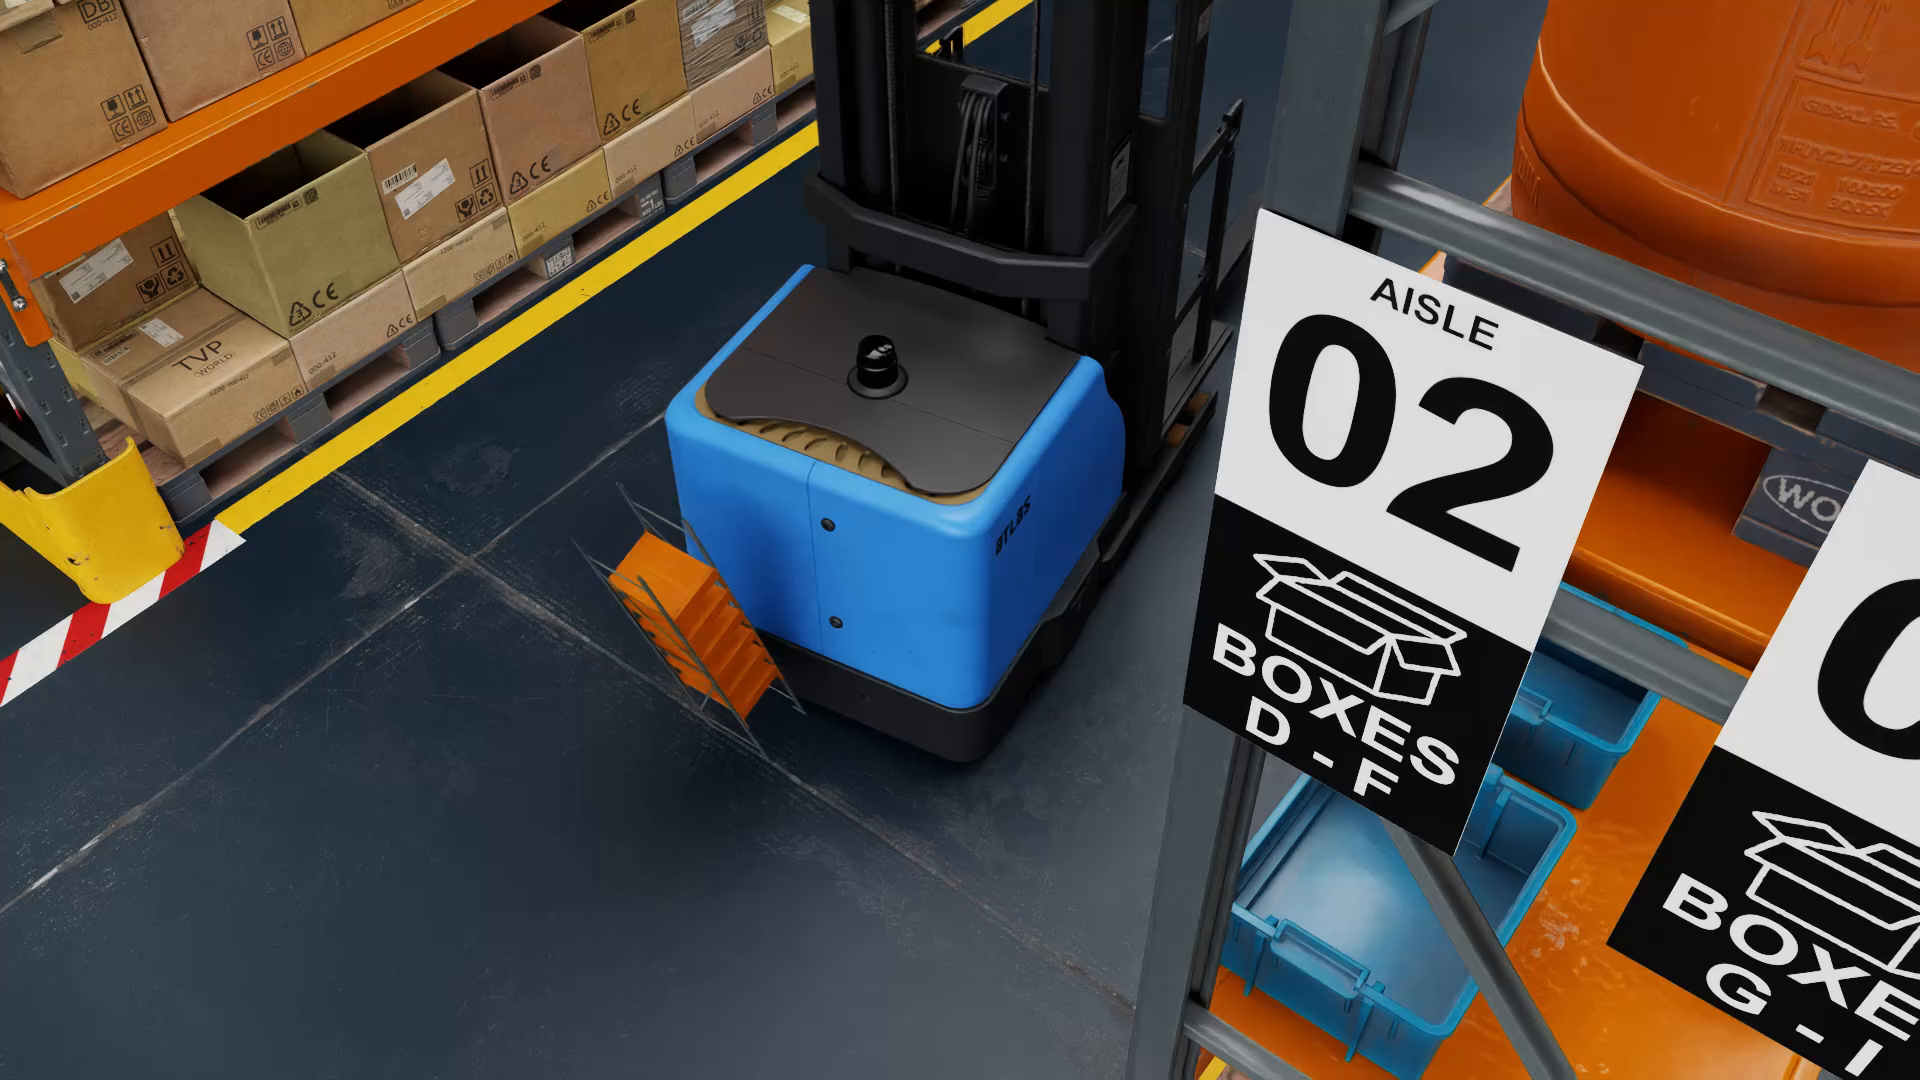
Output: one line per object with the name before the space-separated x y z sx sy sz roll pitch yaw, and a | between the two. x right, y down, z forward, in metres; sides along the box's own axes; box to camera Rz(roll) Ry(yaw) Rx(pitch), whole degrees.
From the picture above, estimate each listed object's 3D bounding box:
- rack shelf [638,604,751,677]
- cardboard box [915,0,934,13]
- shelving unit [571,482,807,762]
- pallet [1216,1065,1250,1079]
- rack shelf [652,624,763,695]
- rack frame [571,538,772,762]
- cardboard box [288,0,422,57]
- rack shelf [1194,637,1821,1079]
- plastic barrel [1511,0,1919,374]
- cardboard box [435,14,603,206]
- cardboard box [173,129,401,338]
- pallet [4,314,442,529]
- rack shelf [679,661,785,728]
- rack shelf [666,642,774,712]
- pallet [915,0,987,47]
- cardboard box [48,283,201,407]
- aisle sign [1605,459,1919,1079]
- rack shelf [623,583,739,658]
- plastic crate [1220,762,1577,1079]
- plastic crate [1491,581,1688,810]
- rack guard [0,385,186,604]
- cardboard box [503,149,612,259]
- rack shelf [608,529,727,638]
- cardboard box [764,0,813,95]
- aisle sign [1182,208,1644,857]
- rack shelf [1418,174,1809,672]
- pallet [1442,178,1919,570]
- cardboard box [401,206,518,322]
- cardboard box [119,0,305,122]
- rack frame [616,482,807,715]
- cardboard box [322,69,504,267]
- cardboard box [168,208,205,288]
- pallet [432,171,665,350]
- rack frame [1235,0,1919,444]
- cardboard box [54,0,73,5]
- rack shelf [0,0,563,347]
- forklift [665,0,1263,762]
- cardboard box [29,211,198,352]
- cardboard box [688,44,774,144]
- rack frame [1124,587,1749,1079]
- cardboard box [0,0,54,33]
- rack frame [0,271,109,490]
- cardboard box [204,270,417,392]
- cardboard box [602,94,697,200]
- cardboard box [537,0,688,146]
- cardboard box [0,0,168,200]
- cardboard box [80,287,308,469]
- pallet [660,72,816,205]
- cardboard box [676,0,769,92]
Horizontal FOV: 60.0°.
rack shelf | -0.738 0.231 4.597 0.258 0.103 0.180 27 69 23
cardboard box | -0.298 -2.778 7.940 0.500 0.250 0.500 28 52 24
shelving unit | -0.726 0.268 4.661 0.258 1.200 0.189 27 69 23
pallet | 1.242 1.456 4.213 1.003 0.211 1.213 29 53 25
rack shelf | -0.718 0.290 4.699 0.258 0.103 0.180 27 69 23
rack frame | -0.776 0.338 4.631 0.240 1.200 0.006 27 69 23
cardboard box | -2.265 -2.053 5.567 0.700 0.500 0.500 30 53 25
rack shelf | 1.954 0.123 4.055 1.077 0.370 4.000 29 53 25
plastic barrel | 0.928 -0.644 1.629 0.600 0.830 0.708 29 53 25
cardboard box | -1.763 -1.693 6.385 0.500 0.500 0.500 29 53 25
cardboard box | -2.378 -1.122 5.840 0.500 0.500 0.500 29 53 25
pallet | -2.752 -0.666 6.240 1.003 0.211 1.213 29 53 25
rack shelf | -0.678 0.407 4.905 0.258 0.103 0.180 27 69 23
rack shelf | -0.698 0.348 4.802 0.258 0.103 0.180 27 69 23
pallet | -0.321 -2.937 8.410 1.003 0.211 1.213 29 53 25
cardboard box | -3.092 -0.805 6.056 0.500 0.250 0.500 29 53 25
aisle sign | 0.919 0.292 1.599 0.394 0.787 0.004 29 53 25
rack shelf | -0.758 0.172 4.494 0.258 0.103 0.180 27 69 23
plastic crate | 0.801 0.652 3.156 0.499 0.251 0.616 29 53 25
plastic crate | 1.202 0.283 3.508 0.499 0.251 0.408 29 53 25
rack guard | -3.201 -0.296 5.687 1.175 0.500 0.348 29 53 25
cardboard box | -1.764 -1.434 6.657 0.500 0.250 0.500 29 53 25
rack shelf | -0.778 0.114 4.391 0.258 0.103 0.180 27 69 23
cardboard box | -0.851 -2.295 7.479 0.500 0.250 0.500 29 53 25
aisle sign | 0.452 0.031 1.848 0.394 0.787 0.004 29 53 25
rack shelf | 1.954 -0.913 2.971 1.077 0.370 4.000 29 53 25
pallet | 1.315 -0.382 2.096 1.003 0.211 1.213 29 53 25
cardboard box | -2.073 -1.150 6.385 0.500 0.250 0.500 29 53 25
cardboard box | -2.573 -1.771 5.299 0.700 0.500 0.500 31 53 26
rack frame | -0.675 0.198 4.692 0.240 1.200 0.006 27 69 23
cardboard box | -2.082 -1.414 6.119 0.500 0.500 0.500 29 53 25
cardboard box | -2.796 -1.097 6.335 0.500 0.250 0.500 29 53 25
pallet | -2.005 -1.361 6.904 1.003 0.211 1.213 29 53 25
rack frame | 0.732 -1.053 0.533 1.000 3.000 0.127 29 53 25
cardboard box | -2.616 -1.713 4.794 0.380 0.149 0.250 28 52 24
rack shelf | -1.963 -2.069 6.149 1.077 0.370 4.000 29 53 25
forklift | 0.288 -1.413 5.073 1.130 2.935 3.031 21 50 19
cardboard box | -3.094 -1.065 5.786 0.500 0.500 0.500 29 53 25
cardboard box | -1.164 -2.013 7.210 0.500 0.250 0.500 29 53 25
rack frame | 0.732 1.019 2.702 1.000 3.000 0.127 29 53 25
cardboard box | -2.776 -1.561 4.649 0.380 0.149 0.250 29 53 25
rack frame | -3.186 -1.173 4.796 1.000 3.000 0.127 29 53 25
cardboard box | -2.379 -0.864 6.112 0.500 0.250 0.500 29 53 25
cardboard box | -1.458 -1.720 6.930 0.500 0.250 0.500 29 53 25
cardboard box | -1.469 -1.985 6.664 0.500 0.500 0.500 29 53 25
cardboard box | -2.890 -1.469 5.009 0.700 0.500 0.500 29 53 25
cardboard box | -2.682 -0.576 5.837 0.500 0.250 0.500 29 53 25
pallet | -1.260 -2.062 7.574 1.003 0.211 1.213 29 53 25
cardboard box | -1.166 -2.273 6.939 0.500 0.500 0.500 29 53 25
